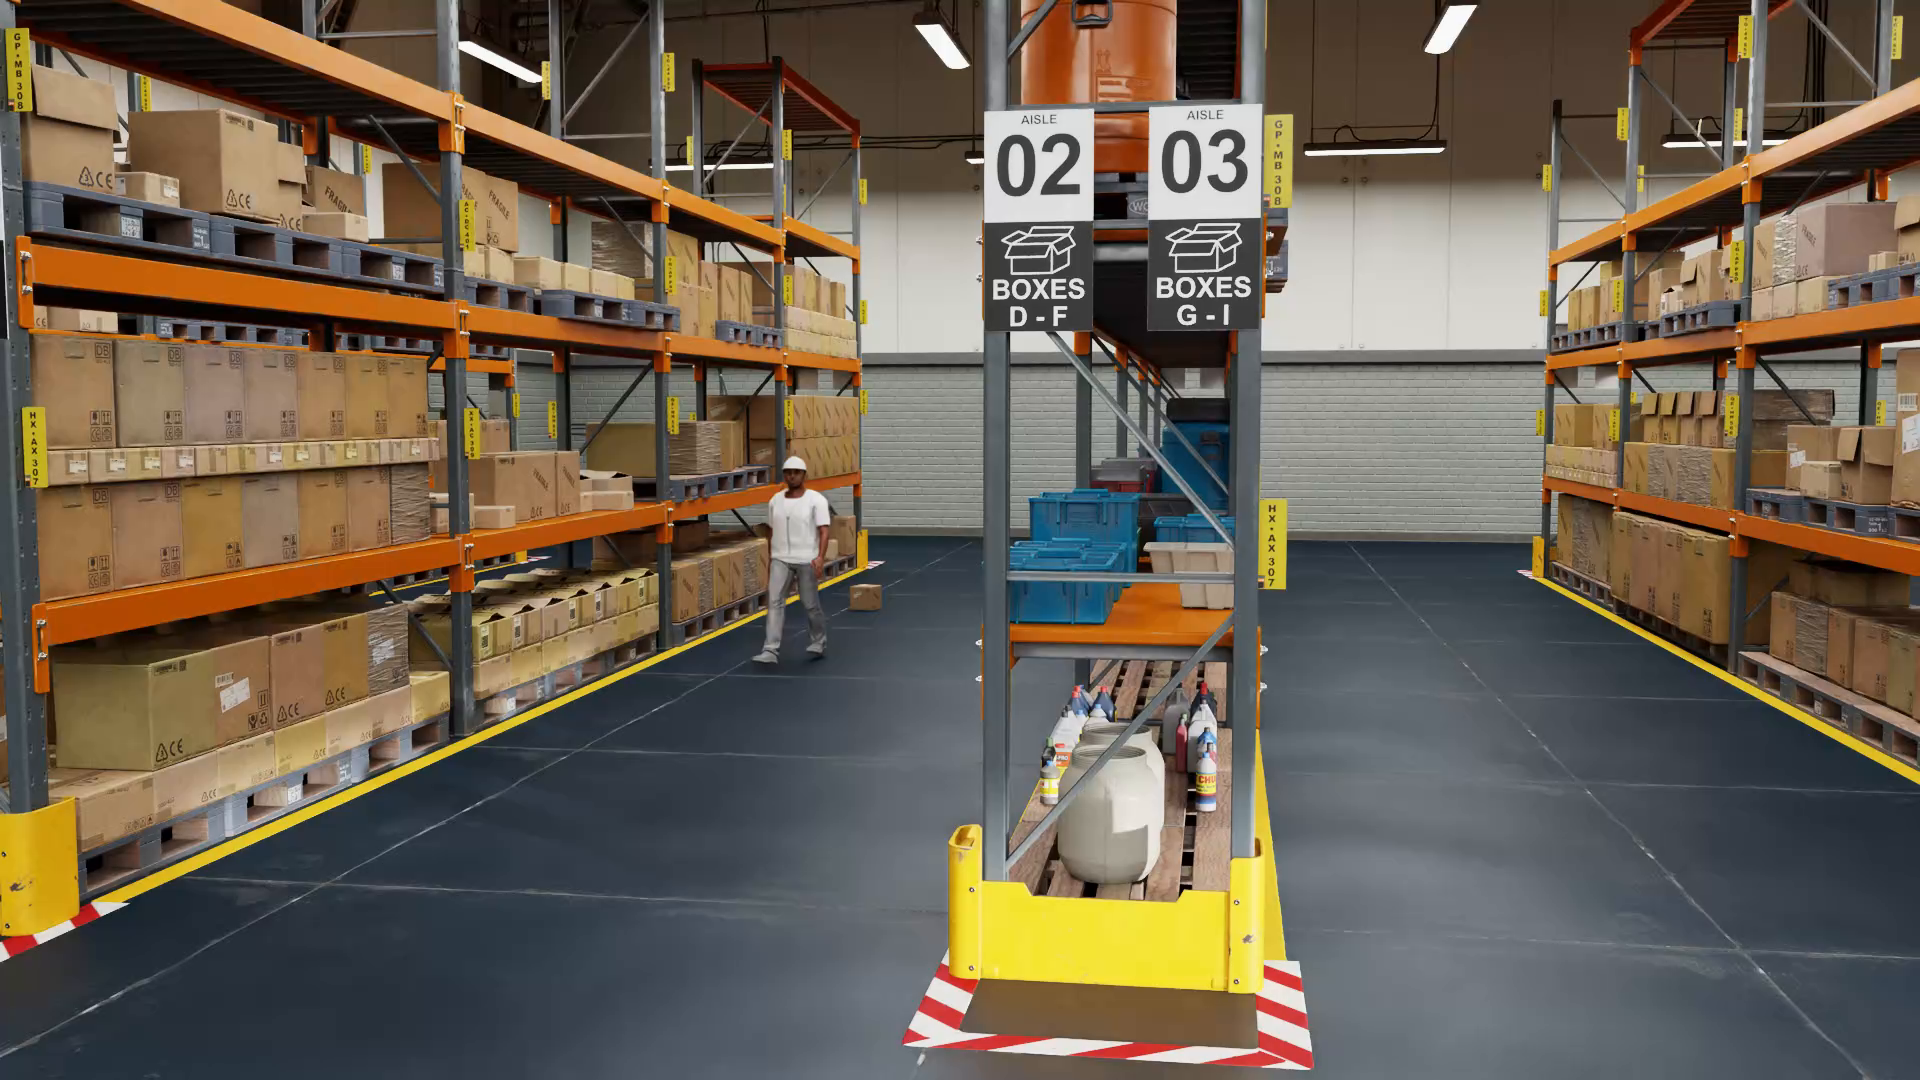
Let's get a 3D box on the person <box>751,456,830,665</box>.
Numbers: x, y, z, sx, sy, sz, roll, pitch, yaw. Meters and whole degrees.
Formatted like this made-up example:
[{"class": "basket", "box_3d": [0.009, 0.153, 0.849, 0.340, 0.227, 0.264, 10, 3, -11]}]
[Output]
[{"class": "person", "box_3d": [-1.396, 0.165, 13.903, 0.610, 1.720, 1.015, 1, 5, 14]}]
